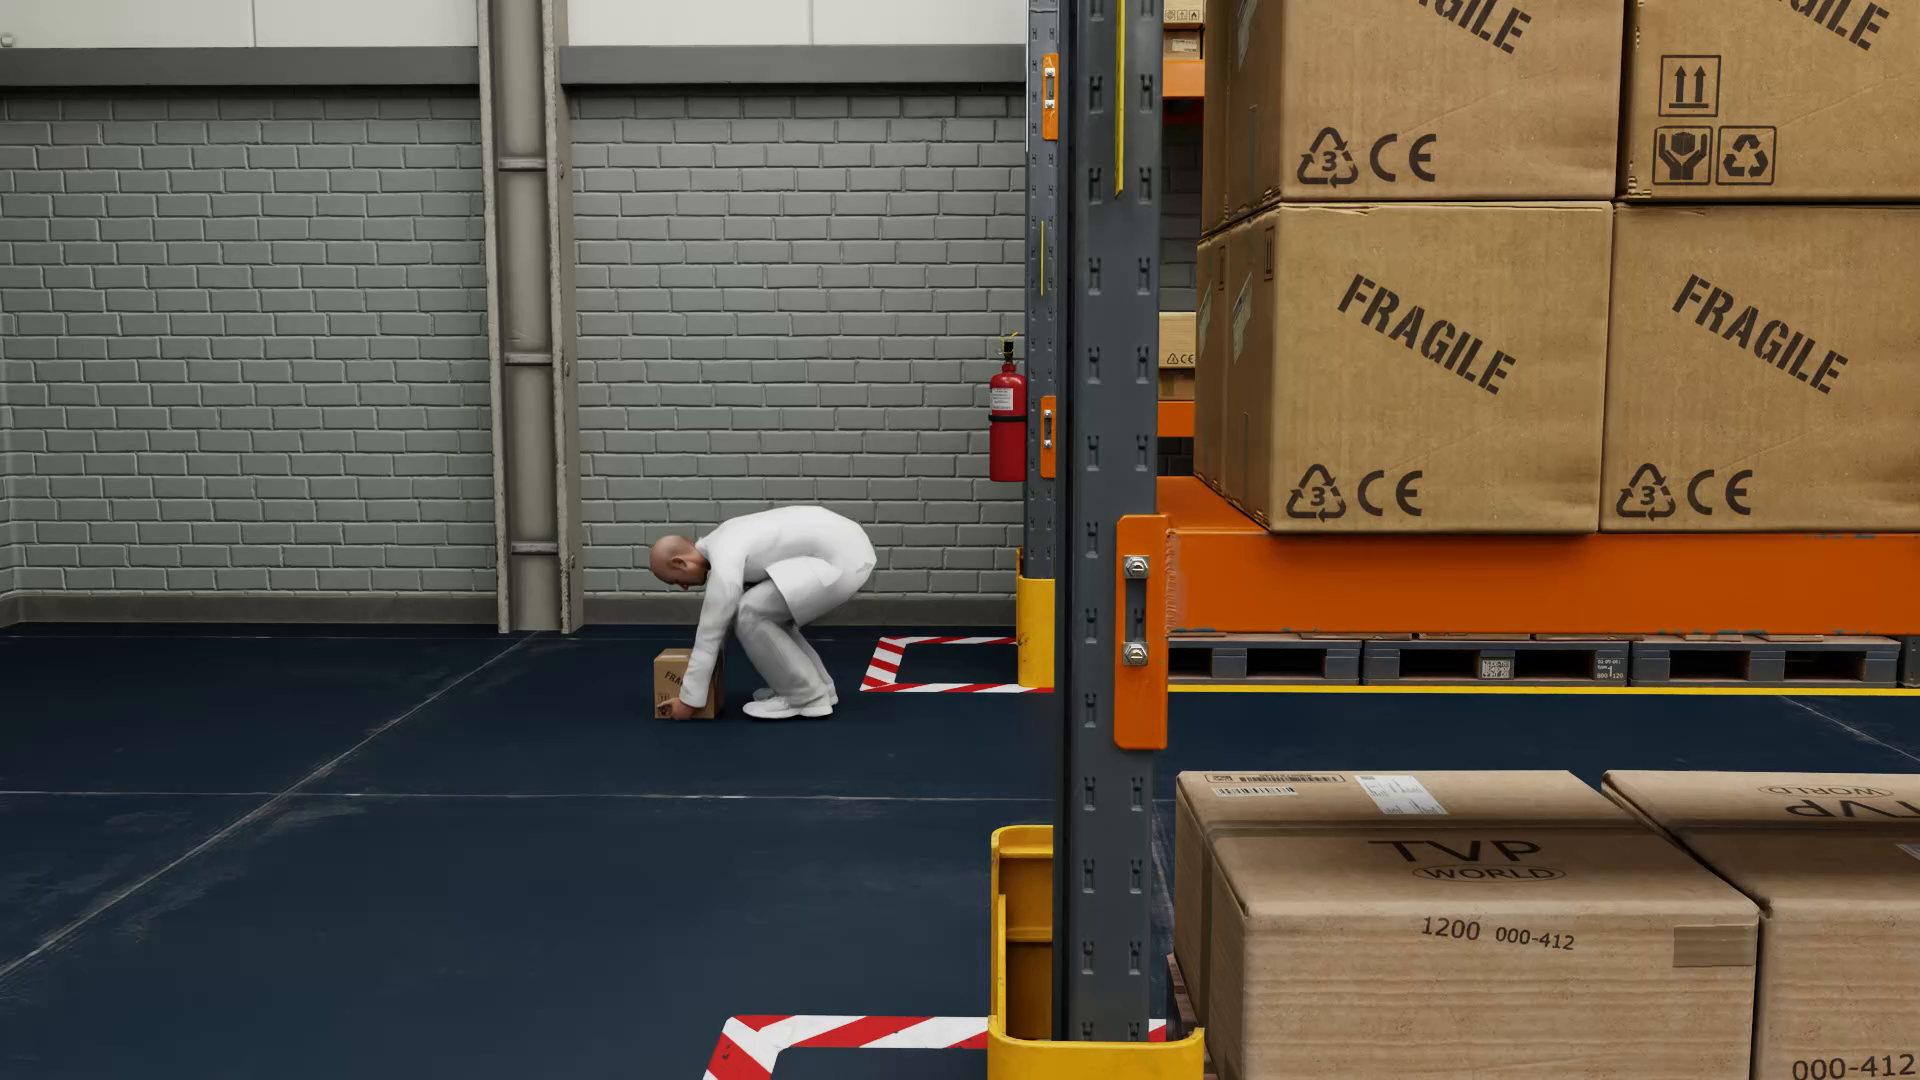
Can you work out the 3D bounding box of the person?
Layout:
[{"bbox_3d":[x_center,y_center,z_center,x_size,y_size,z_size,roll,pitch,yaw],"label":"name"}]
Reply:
[{"bbox_3d":[-0.829,0.307,7.055,0.951,0.900,0.582,0,7,-1],"label":"person"}]
